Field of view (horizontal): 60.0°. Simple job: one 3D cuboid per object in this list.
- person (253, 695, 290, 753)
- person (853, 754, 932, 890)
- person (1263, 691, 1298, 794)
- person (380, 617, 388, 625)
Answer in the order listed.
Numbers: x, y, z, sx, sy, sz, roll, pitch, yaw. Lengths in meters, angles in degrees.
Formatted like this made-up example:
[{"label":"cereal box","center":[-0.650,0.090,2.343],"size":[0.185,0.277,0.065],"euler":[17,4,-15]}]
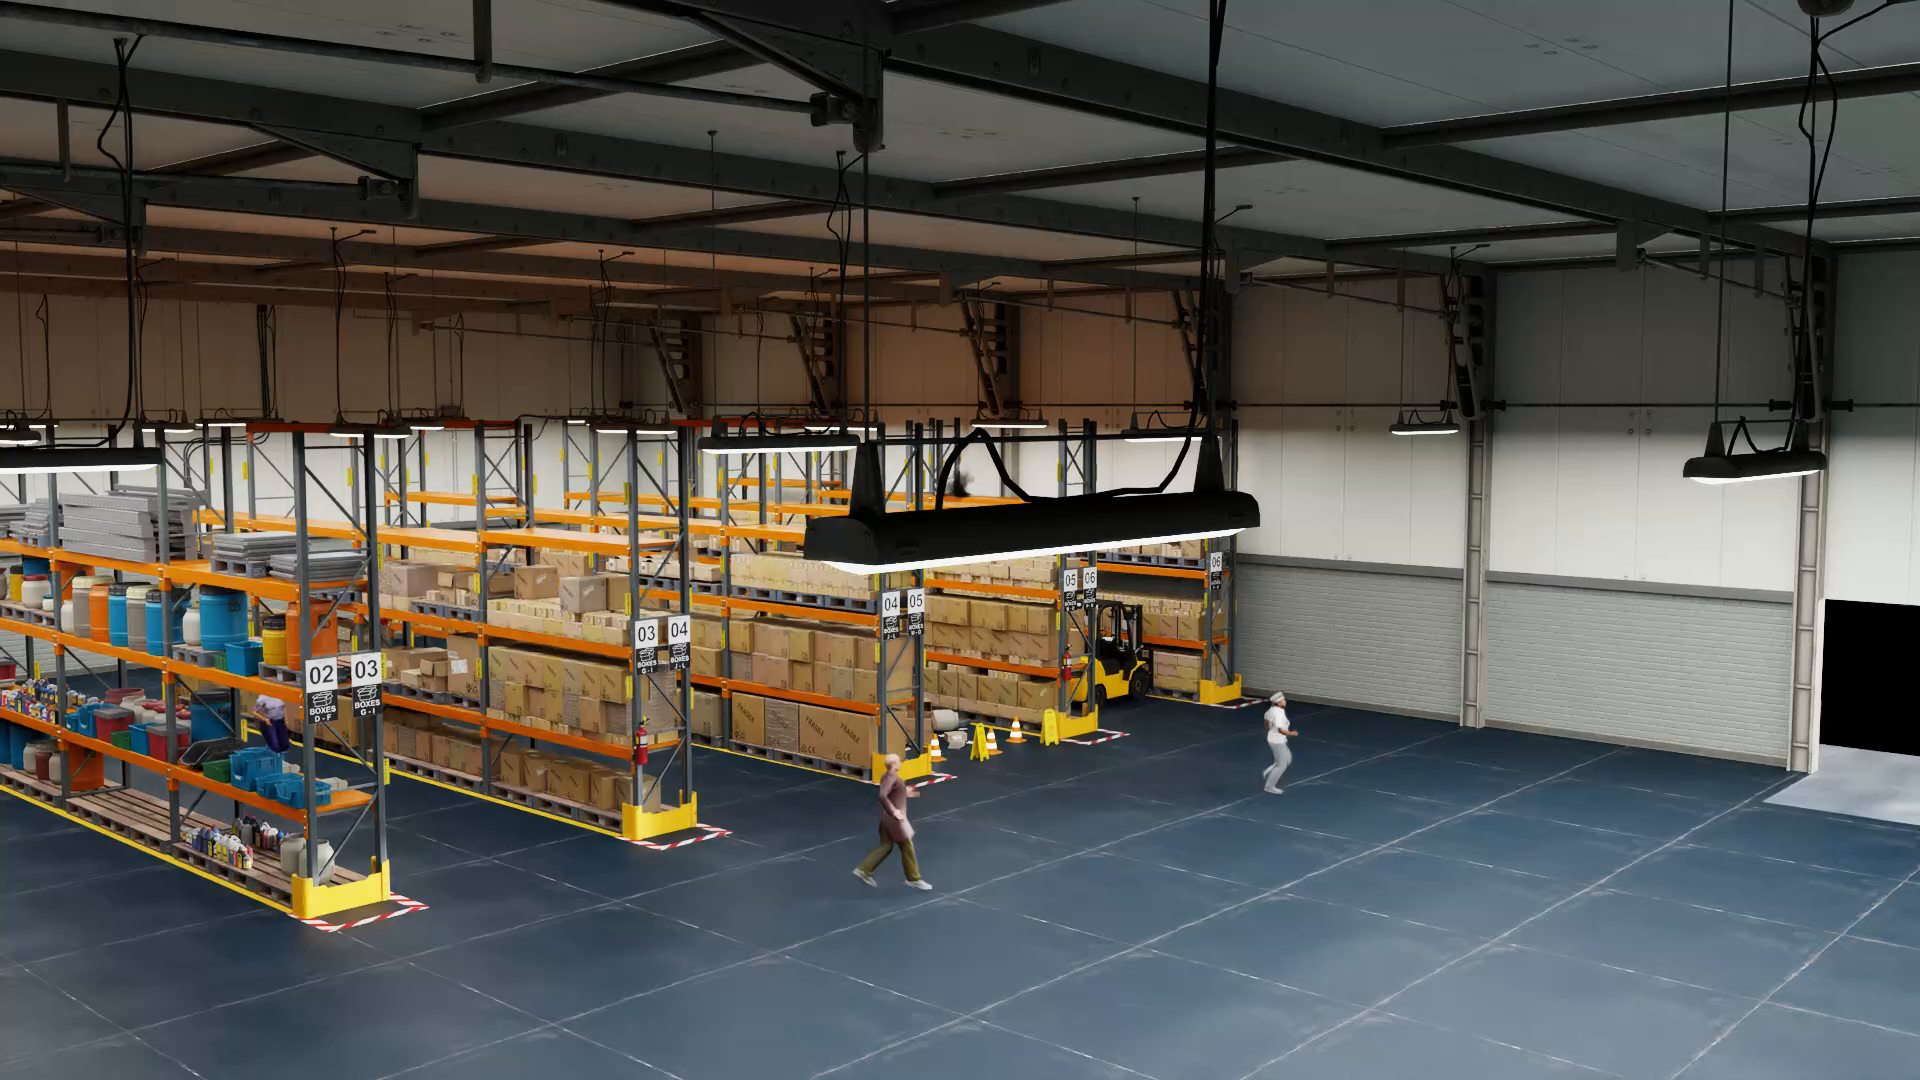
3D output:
[{"label":"person","center":[-11.836,3.203,28.595],"size":[0.560,1.584,0.606],"euler":[3,6,35]},{"label":"person","center":[-0.883,3.666,21.566],"size":[1.041,1.805,0.703],"euler":[-2,5,-20]},{"label":"person","center":[5.227,3.285,27.071],"size":[0.528,1.671,0.624],"euler":[0,5,-1]},{"label":"person","center":[-13.750,2.277,39.797],"size":[0.556,1.630,0.779],"euler":[-2,5,-28]}]
